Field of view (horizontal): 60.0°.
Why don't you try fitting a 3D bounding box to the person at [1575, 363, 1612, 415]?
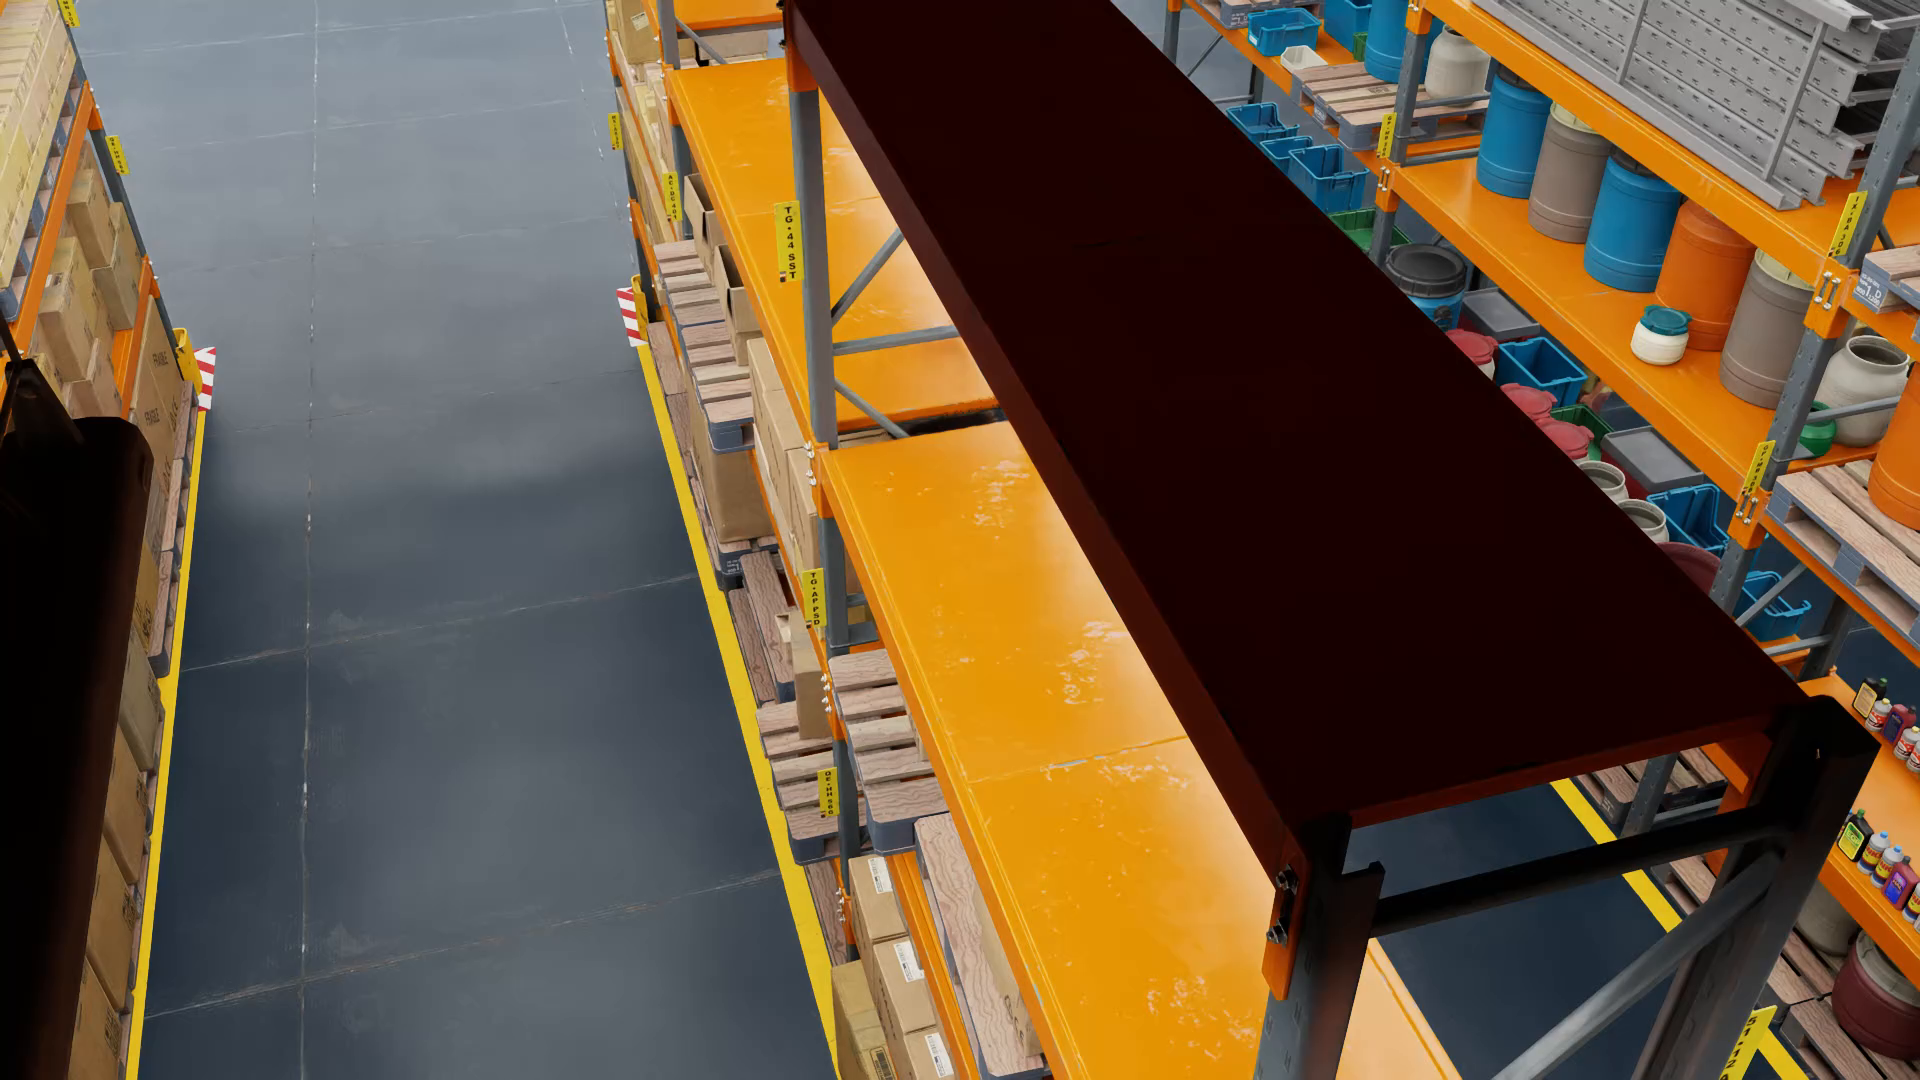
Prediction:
[{"bbox_3d":[4.959,-1.204,13.056,0.425,1.727,0.504,12,40,14],"label":"person"}]
